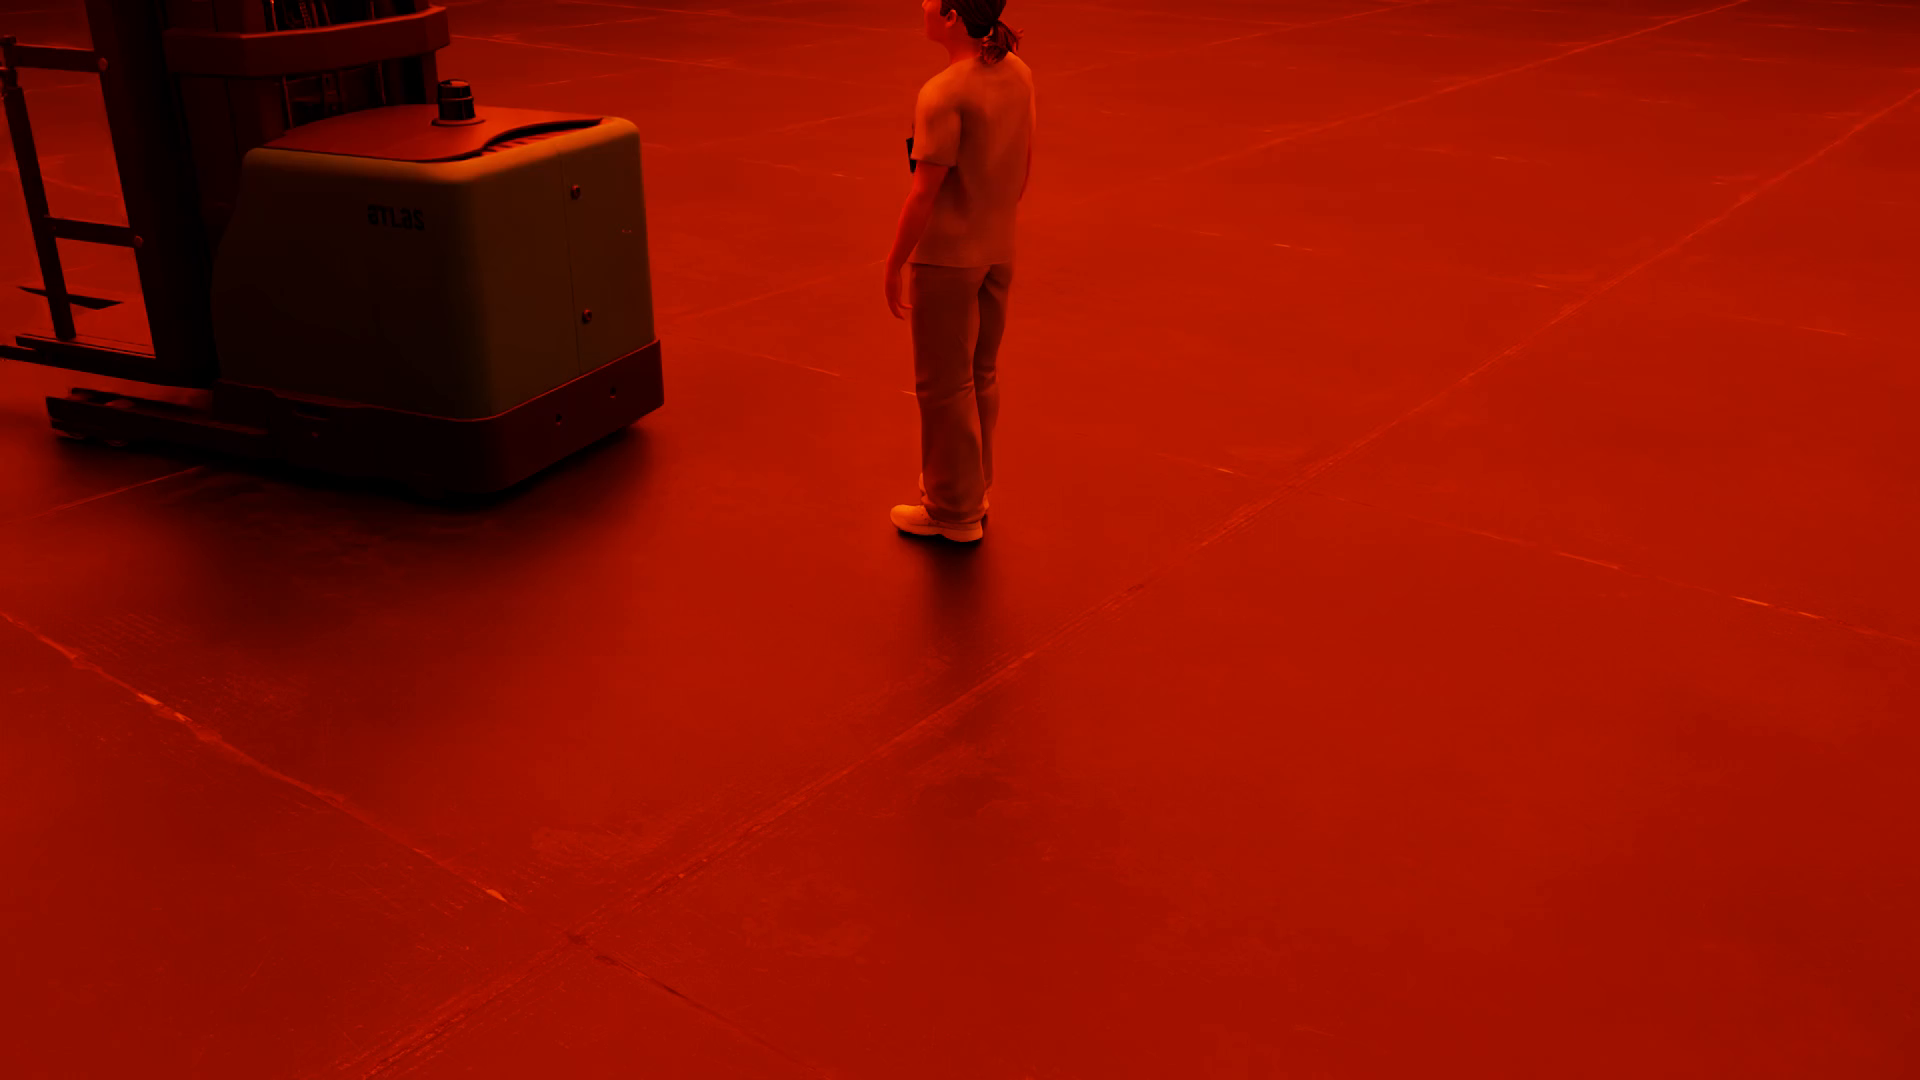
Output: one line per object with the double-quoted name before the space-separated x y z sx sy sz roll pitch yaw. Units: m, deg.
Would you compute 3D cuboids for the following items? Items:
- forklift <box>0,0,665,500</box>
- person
"forklift" -2.623 -1.844 5.583 3.031 2.935 1.130 10 25 22
"person" -0.050 -0.798 4.728 0.549 1.675 0.549 17 29 34
